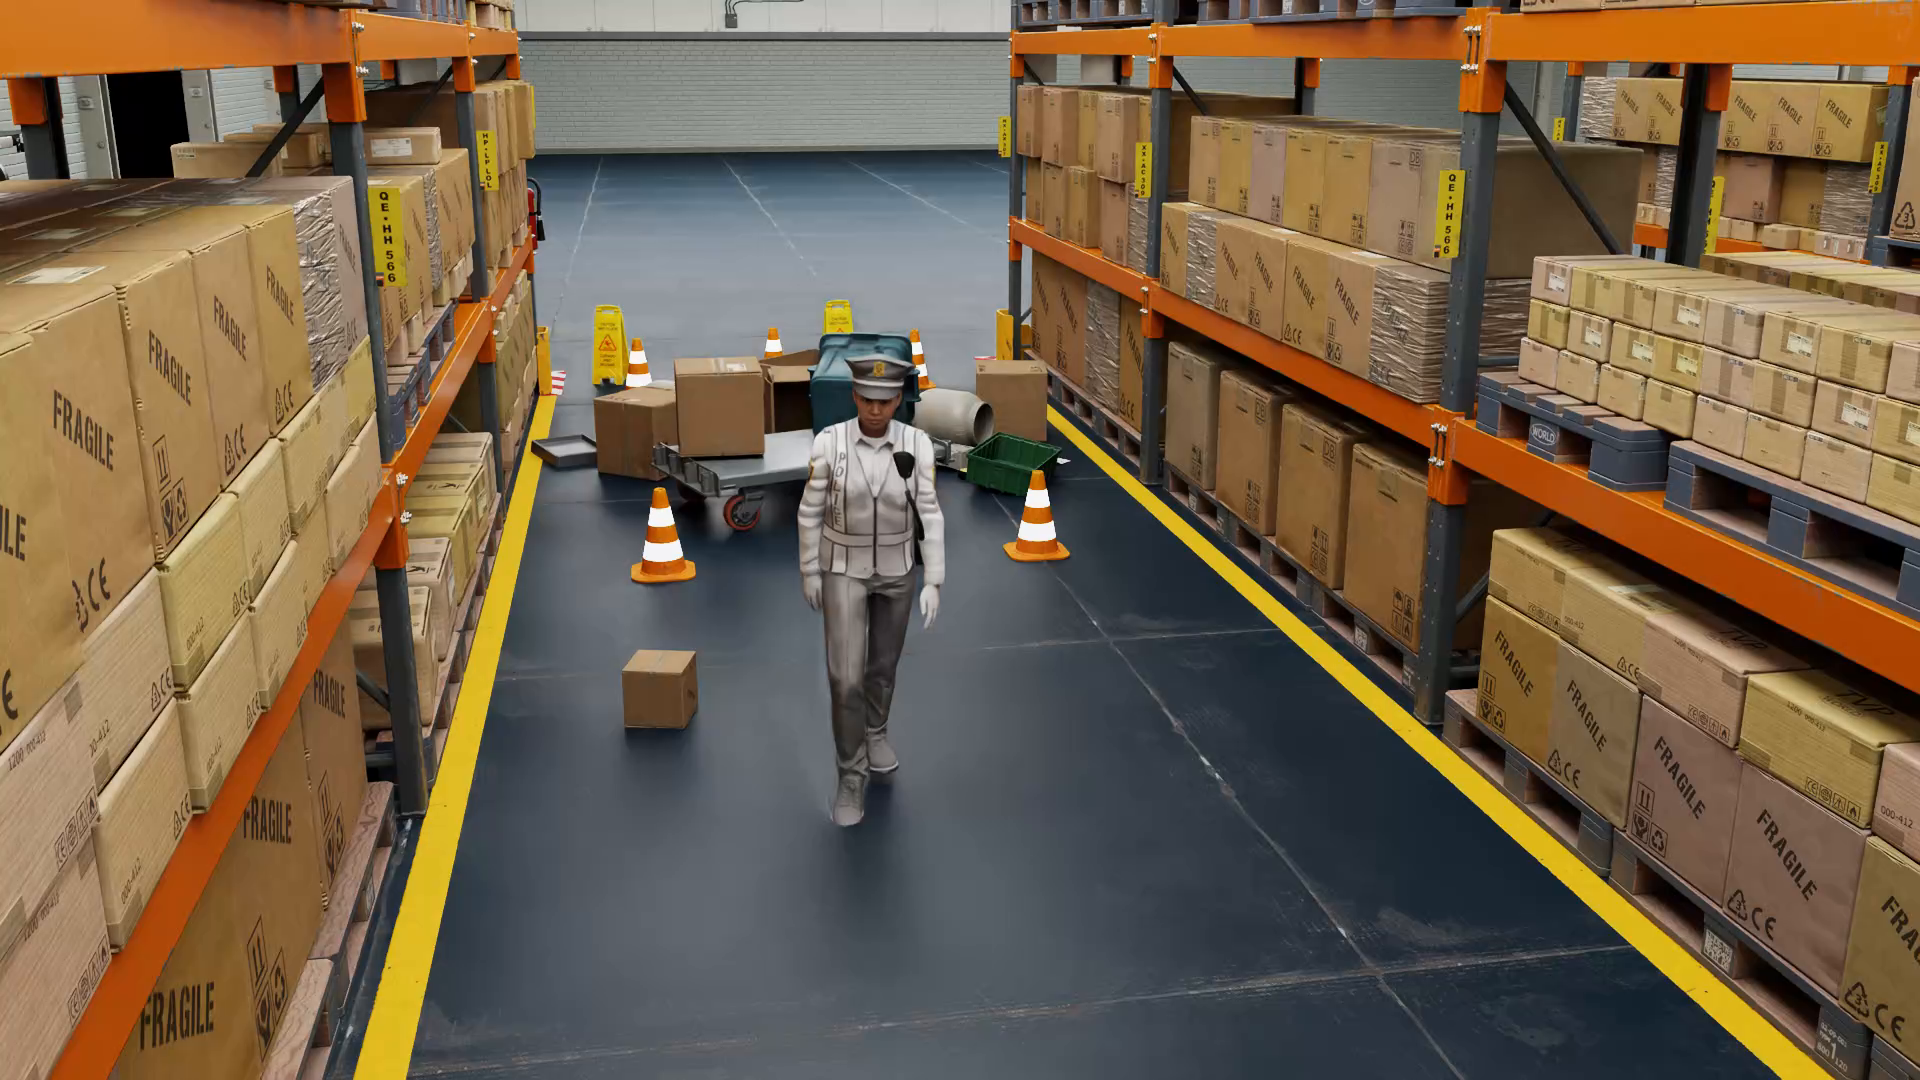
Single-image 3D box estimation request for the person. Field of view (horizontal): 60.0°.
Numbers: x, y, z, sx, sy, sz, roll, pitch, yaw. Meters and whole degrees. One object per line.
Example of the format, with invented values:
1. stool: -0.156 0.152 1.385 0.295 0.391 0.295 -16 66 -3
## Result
1. person: -0.326 0.161 6.045 0.507 1.731 0.581 -4 17 -13
